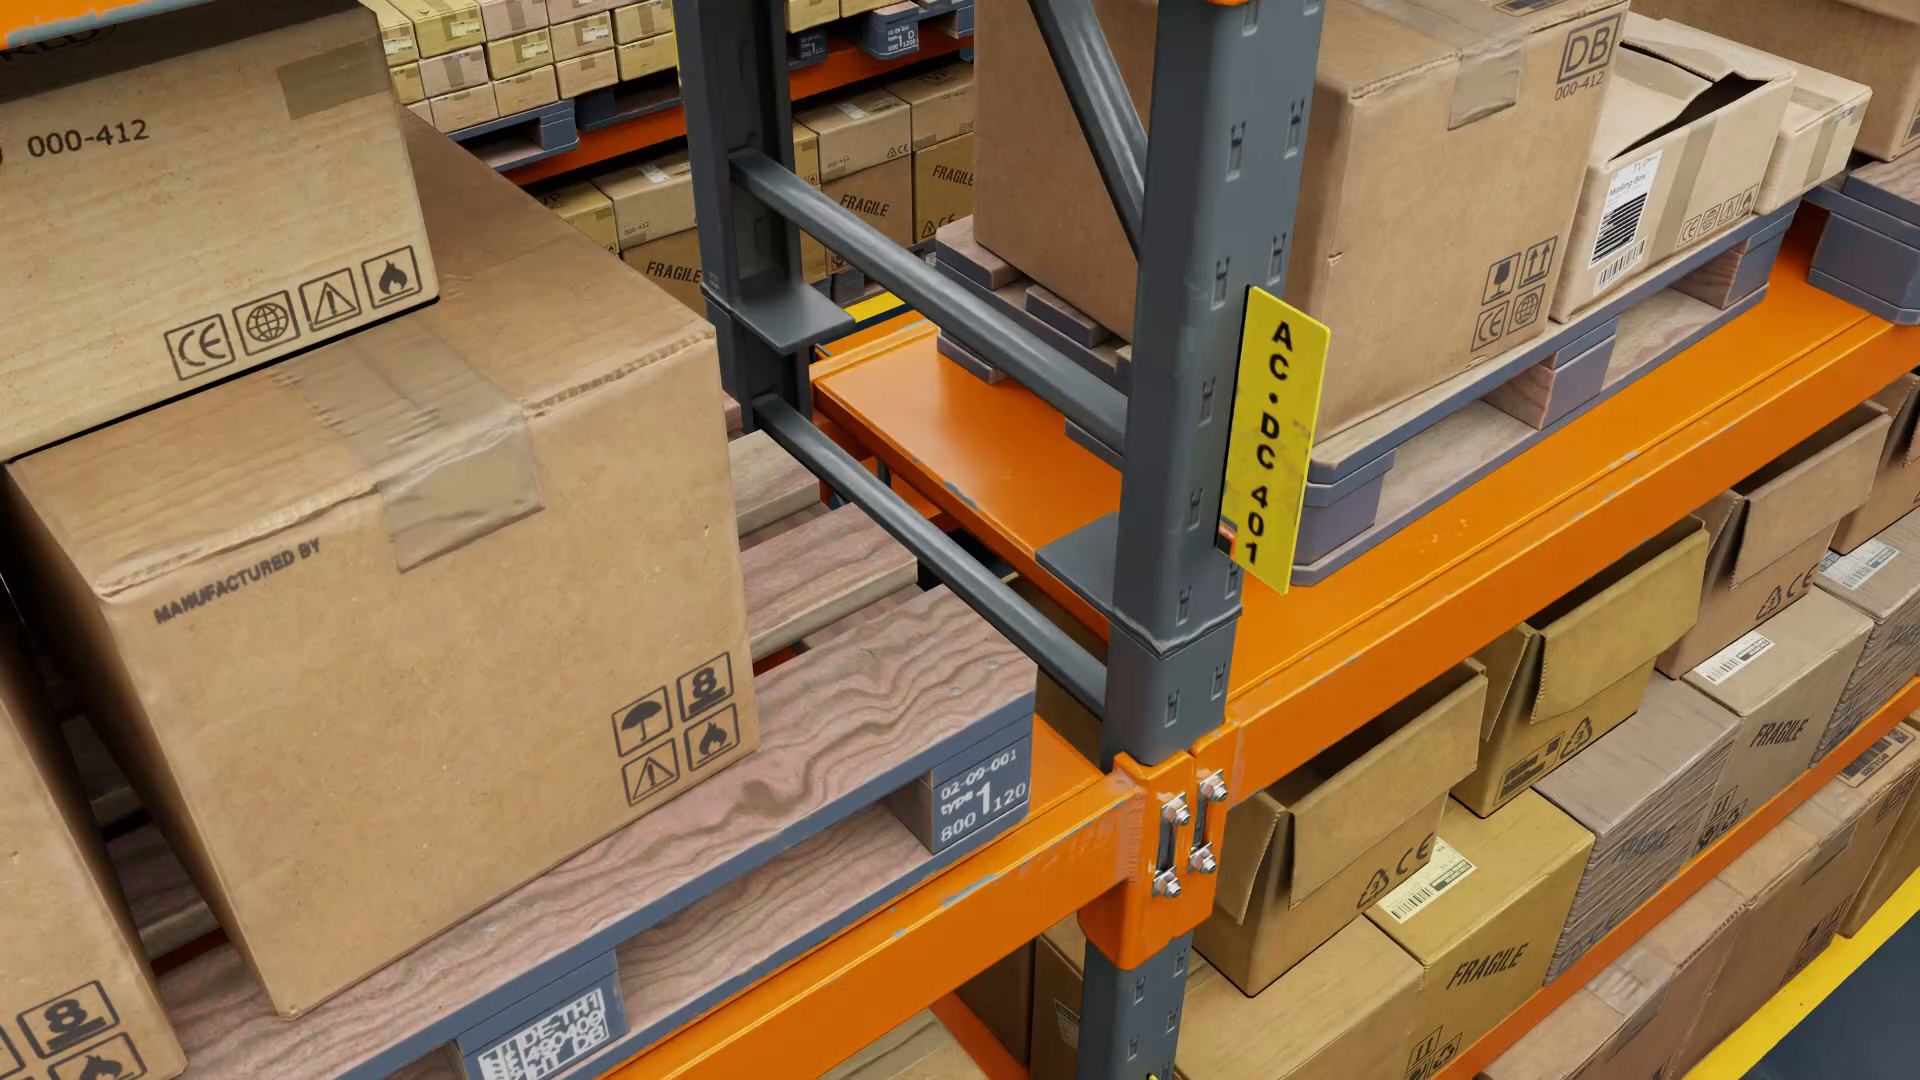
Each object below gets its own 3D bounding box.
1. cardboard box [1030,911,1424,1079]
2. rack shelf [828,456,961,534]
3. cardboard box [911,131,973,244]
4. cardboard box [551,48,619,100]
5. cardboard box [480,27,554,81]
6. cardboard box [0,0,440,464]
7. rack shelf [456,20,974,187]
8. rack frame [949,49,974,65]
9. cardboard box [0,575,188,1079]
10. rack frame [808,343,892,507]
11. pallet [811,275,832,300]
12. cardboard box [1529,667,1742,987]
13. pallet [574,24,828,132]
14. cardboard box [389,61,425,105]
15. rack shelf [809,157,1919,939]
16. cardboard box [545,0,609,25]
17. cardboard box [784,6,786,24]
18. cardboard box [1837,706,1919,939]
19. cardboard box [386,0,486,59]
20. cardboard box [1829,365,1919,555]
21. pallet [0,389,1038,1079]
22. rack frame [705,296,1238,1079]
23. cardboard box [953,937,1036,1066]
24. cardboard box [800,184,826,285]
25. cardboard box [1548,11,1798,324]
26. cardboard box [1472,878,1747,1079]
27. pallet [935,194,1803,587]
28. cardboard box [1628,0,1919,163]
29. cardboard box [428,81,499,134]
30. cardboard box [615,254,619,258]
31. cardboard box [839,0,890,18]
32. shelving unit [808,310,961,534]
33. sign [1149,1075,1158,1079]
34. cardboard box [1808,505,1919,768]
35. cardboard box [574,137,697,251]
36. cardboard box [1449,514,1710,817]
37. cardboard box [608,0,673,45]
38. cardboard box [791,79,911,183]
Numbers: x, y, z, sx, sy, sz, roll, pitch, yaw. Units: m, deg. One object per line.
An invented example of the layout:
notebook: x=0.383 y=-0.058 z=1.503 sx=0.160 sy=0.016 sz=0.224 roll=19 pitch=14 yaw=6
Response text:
cardboard box: x=0.487 y=0.929 z=3.174 sx=0.500 sy=0.500 sz=0.500 roll=-26 pitch=46 yaw=-28
rack shelf: x=-0.005 y=-0.243 z=6.545 sx=1.000 sy=0.278 sz=0.538 roll=-26 pitch=46 yaw=-28
cardboard box: x=-0.163 y=-1.870 z=8.304 sx=0.500 sy=0.500 sz=0.500 roll=-26 pitch=46 yaw=-28
cardboard box: x=-1.562 y=-1.900 z=6.568 sx=0.250 sy=0.149 sz=0.380 roll=-28 pitch=47 yaw=-30
cardboard box: x=-1.765 y=-1.917 z=6.354 sx=0.250 sy=0.149 sz=0.380 roll=-28 pitch=47 yaw=-30
cardboard box: x=-0.780 y=-0.310 z=1.317 sx=0.500 sy=0.250 sz=0.500 roll=-29 pitch=48 yaw=-31
rack shelf: x=-1.386 y=-2.009 z=7.401 sx=4.000 sy=0.370 sz=1.077 roll=-26 pitch=46 yaw=-28
rack frame: x=0.199 y=-3.060 z=8.115 sx=0.127 sy=3.000 sz=1.000 roll=-26 pitch=46 yaw=-28
cardboard box: x=-1.043 y=0.158 z=1.338 sx=0.500 sy=0.500 sz=0.700 roll=-24 pitch=45 yaw=-26
rack frame: x=-0.408 y=-0.236 z=6.151 sx=0.032 sy=1.125 sz=0.500 roll=-26 pitch=46 yaw=-28
pallet: x=-1.388 y=-1.212 z=8.061 sx=1.213 sy=0.211 sz=1.003 roll=-26 pitch=46 yaw=-28
cardboard box: x=1.282 y=0.541 z=3.647 sx=0.500 sy=0.500 sz=0.500 roll=-27 pitch=46 yaw=-29
pallet: x=-1.345 y=-2.200 z=7.218 sx=1.213 sy=0.211 sz=1.003 roll=-26 pitch=46 yaw=-28
cardboard box: x=-2.175 y=-1.716 z=6.110 sx=0.250 sy=0.149 sz=0.380 roll=-27 pitch=46 yaw=-29
rack shelf: x=1.556 y=-0.635 z=3.361 sx=4.000 sy=0.370 sz=1.077 roll=-26 pitch=46 yaw=-28
cardboard box: x=-1.555 y=-2.133 z=6.383 sx=0.250 sy=0.149 sz=0.380 roll=-26 pitch=46 yaw=-28
cardboard box: x=-0.932 y=-2.210 z=6.946 sx=0.250 sy=0.149 sz=0.380 roll=-25 pitch=45 yaw=-27
cardboard box: x=2.582 y=0.389 z=5.255 sx=0.875 sy=0.875 sz=1.225 roll=-28 pitch=47 yaw=-30
cardboard box: x=-1.957 y=-1.939 z=6.146 sx=0.250 sy=0.149 sz=0.380 roll=-26 pitch=46 yaw=-28
cardboard box: x=2.034 y=-0.428 z=4.037 sx=0.637 sy=0.503 sz=0.797 roll=-25 pitch=45 yaw=-27
pallet: x=-0.685 y=0.205 z=1.840 sx=1.213 sy=0.211 sz=1.003 roll=-26 pitch=46 yaw=-28
rack frame: x=-0.030 y=1.019 z=3.142 sx=0.127 sy=3.000 sz=1.000 roll=-26 pitch=46 yaw=-28
cardboard box: x=0.174 y=0.663 z=3.498 sx=0.500 sy=0.500 sz=0.500 roll=-26 pitch=46 yaw=-28
cardboard box: x=-0.986 y=-1.459 z=7.803 sx=0.500 sy=0.500 sz=0.500 roll=-28 pitch=47 yaw=-30
cardboard box: x=0.895 y=-0.647 z=2.548 sx=0.500 sy=0.311 sz=0.500 roll=-28 pitch=47 yaw=-29
cardboard box: x=1.173 y=1.075 z=4.418 sx=0.875 sy=0.875 sz=1.225 roll=-28 pitch=47 yaw=-29
pallet: x=0.667 y=-0.446 z=2.714 sx=1.217 sy=0.209 sz=0.805 roll=-28 pitch=47 yaw=-30
cardboard box: x=1.535 y=-1.088 z=2.934 sx=0.637 sy=0.503 sz=0.797 roll=-27 pitch=46 yaw=-29
cardboard box: x=-1.963 y=-1.705 z=6.330 sx=0.250 sy=0.149 sz=0.380 roll=-26 pitch=46 yaw=-28
cardboard box: x=-1.806 y=-1.067 z=7.326 sx=0.500 sy=0.500 sz=0.500 roll=-24 pitch=45 yaw=-26
cardboard box: x=-0.513 y=-2.414 z=7.195 sx=0.250 sy=0.149 sz=0.380 roll=-27 pitch=46 yaw=-29
shelving unit: x=-0.005 y=-0.432 z=6.390 sx=1.048 sy=1.125 sz=0.538 roll=-26 pitch=46 yaw=-28
sign: x=0.309 y=0.933 z=2.503 sx=0.005 sy=0.325 sz=0.100 roll=-26 pitch=46 yaw=-28
cardboard box: x=2.093 y=0.142 z=4.133 sx=0.500 sy=0.500 sz=0.500 roll=-28 pitch=47 yaw=-29
cardboard box: x=-1.398 y=-1.555 z=7.328 sx=0.500 sy=0.250 sz=0.500 roll=-24 pitch=45 yaw=-27
cardboard box: x=1.023 y=0.082 z=3.415 sx=0.637 sy=0.503 sz=0.797 roll=-25 pitch=46 yaw=-28
cardboard box: x=-1.342 y=-2.125 z=6.608 sx=0.250 sy=0.149 sz=0.380 roll=-27 pitch=46 yaw=-29
cardboard box: x=-0.577 y=-1.949 z=7.809 sx=0.500 sy=0.250 sz=0.500 roll=-25 pitch=46 yaw=-28
